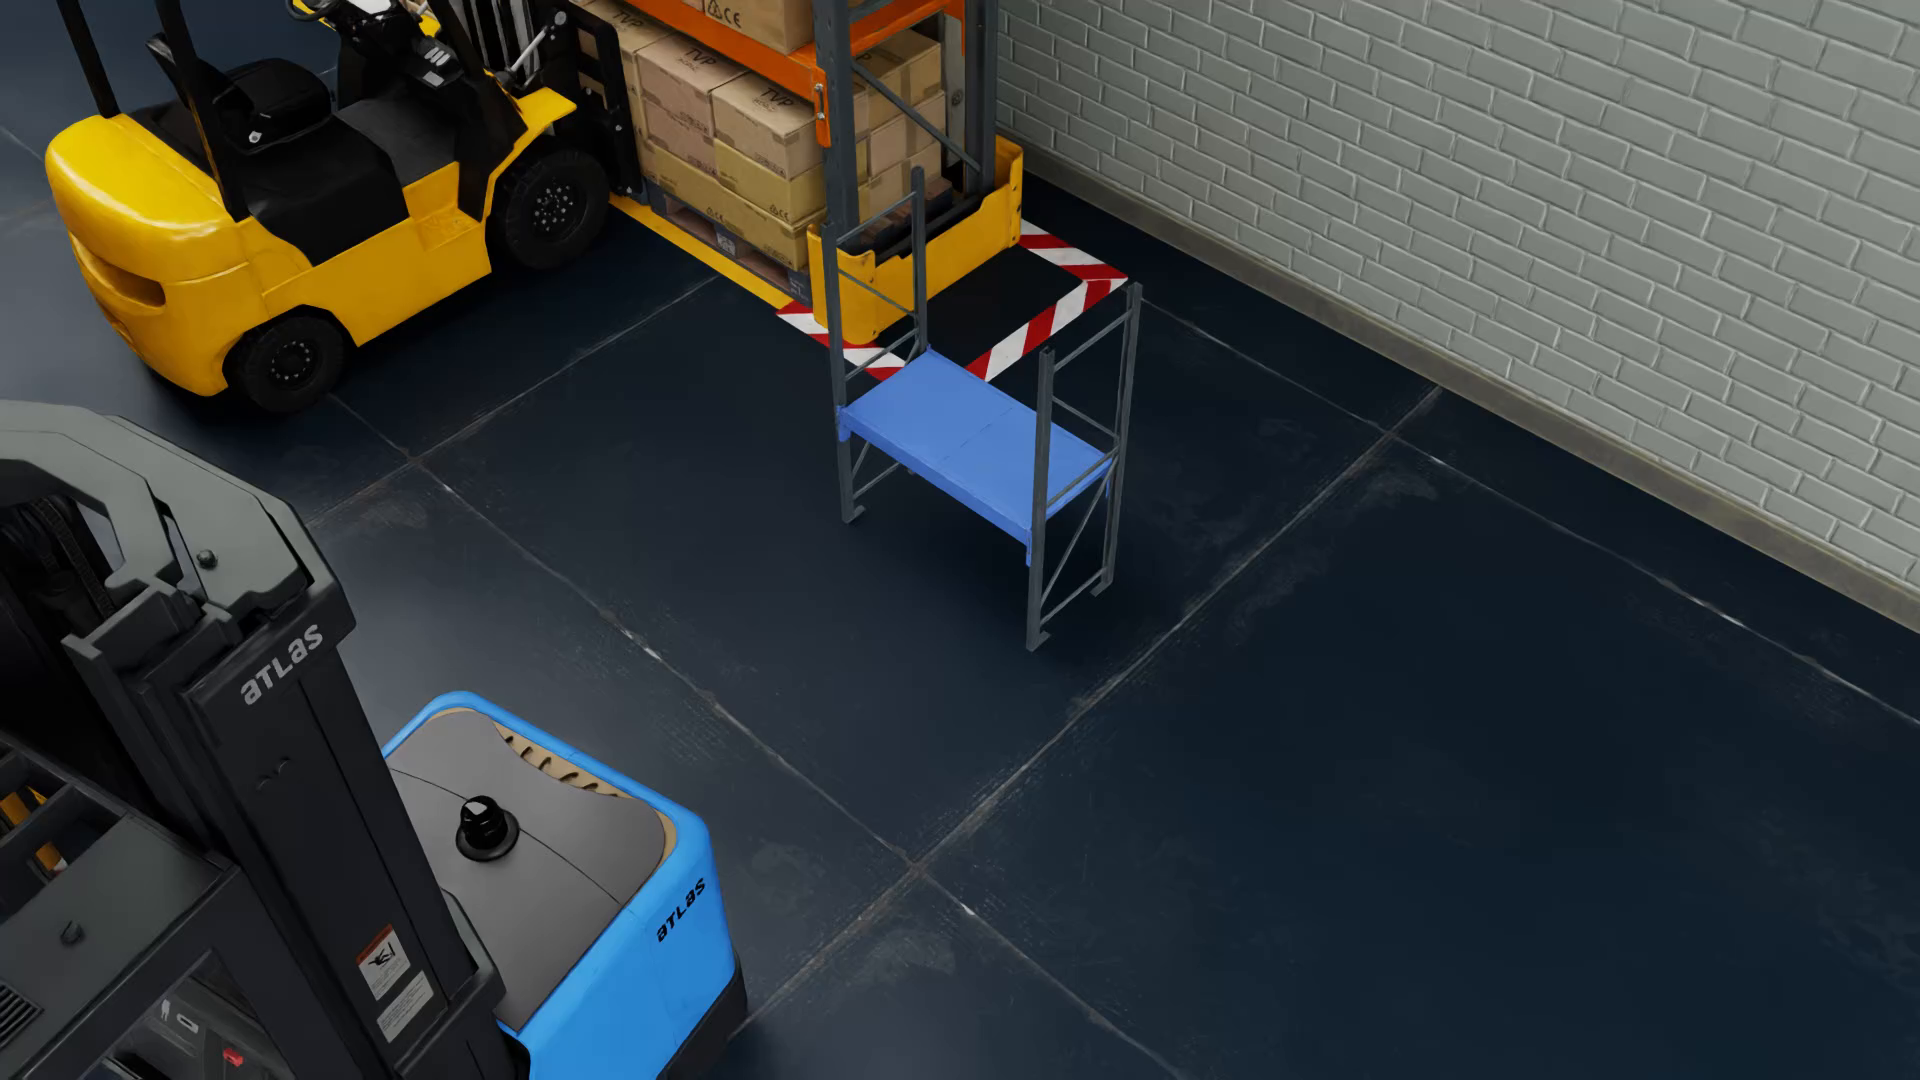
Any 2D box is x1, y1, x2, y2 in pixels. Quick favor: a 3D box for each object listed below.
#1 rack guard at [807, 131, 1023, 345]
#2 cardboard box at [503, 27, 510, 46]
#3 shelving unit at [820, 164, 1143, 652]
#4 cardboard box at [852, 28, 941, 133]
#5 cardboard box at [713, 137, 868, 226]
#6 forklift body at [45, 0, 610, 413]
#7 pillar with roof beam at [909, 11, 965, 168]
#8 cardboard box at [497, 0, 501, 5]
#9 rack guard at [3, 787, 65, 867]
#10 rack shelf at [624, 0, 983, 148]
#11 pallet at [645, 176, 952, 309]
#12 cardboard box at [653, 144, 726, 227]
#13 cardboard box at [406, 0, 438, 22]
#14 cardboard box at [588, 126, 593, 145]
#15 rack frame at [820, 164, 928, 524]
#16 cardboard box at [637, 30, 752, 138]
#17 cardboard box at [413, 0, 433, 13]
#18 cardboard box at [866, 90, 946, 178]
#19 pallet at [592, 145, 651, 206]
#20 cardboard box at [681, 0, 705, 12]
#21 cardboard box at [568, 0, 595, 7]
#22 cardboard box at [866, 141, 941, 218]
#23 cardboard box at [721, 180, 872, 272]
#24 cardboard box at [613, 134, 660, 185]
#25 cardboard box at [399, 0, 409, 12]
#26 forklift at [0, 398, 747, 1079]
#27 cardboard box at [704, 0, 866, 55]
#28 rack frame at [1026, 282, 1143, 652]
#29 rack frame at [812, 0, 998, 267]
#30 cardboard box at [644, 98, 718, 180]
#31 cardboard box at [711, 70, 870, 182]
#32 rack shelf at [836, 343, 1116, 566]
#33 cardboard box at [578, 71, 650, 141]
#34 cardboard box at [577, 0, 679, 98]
[{"bbox_3d":[-0.195,-1.452,7.879,0.348,0.500,1.175,34,55,28],"label":"rack guard"},{"bbox_3d":[-2.273,-2.764,8.651,0.500,0.250,0.500,33,55,27],"label":"cardboard box"},{"bbox_3d":[0.063,-0.471,6.272,1.048,1.500,0.538,34,55,28],"label":"shelving unit"},{"bbox_3d":[-0.437,-2.203,7.782,0.500,0.250,0.500,33,55,27],"label":"cardboard box"},{"bbox_3d":[-0.782,-1.766,7.715,0.500,0.250,0.500,33,55,27],"label":"cardboard box"},{"bbox_3d":[-2.843,-1.989,7.251,1.214,2.155,2.313,34,55,28],"label":"forklift body"},{"bbox_3d":[-3.033,-2.894,3.403,0.400,9.000,9.100,34,55,28],"label":"pillar with roof beam"},{"bbox_3d":[-2.267,-2.937,8.471,0.500,0.250,0.500,36,56,29],"label":"cardboard box"},{"bbox_3d":[-3.632,1.159,5.427,0.348,0.500,1.175,34,55,28],"label":"rack guard"},{"bbox_3d":[-1.682,-3.062,8.170,4.000,0.370,1.077,34,55,28],"label":"rack shelf"},{"bbox_3d":[-0.803,-1.721,8.329,1.213,0.211,1.003,34,55,28],"label":"pallet"},{"bbox_3d":[-1.131,-1.836,8.123,0.500,0.250,0.500,34,55,28],"label":"cardboard box"},{"bbox_3d":[-2.637,-2.841,9.066,0.500,0.250,0.500,33,55,27],"label":"cardboard box"},{"bbox_3d":[-1.890,-2.333,8.590,0.500,0.250,0.500,36,56,29],"label":"cardboard box"},{"bbox_3d":[-0.311,-0.723,6.508,0.032,1.500,0.500,34,55,28],"label":"rack frame"},{"bbox_3d":[-1.142,-2.174,7.755,0.500,0.250,0.500,35,56,28],"label":"cardboard box"},{"bbox_3d":[-2.634,-3.019,8.890,0.500,0.250,0.500,34,55,27],"label":"cardboard box"},{"bbox_3d":[-0.417,-2.037,7.969,0.500,0.250,0.500,35,56,28],"label":"cardboard box"},{"bbox_3d":[-1.695,-2.324,8.896,1.213,0.211,1.003,34,55,28],"label":"pallet"},{"bbox_3d":[-1.127,-2.718,7.284,0.500,0.500,0.500,36,56,29],"label":"cardboard box"},{"bbox_3d":[-1.887,-2.673,8.223,0.500,0.250,0.500,33,55,27],"label":"cardboard box"},{"bbox_3d":[-0.441,-1.870,8.155,0.500,0.250,0.500,34,56,28],"label":"cardboard box"},{"bbox_3d":[-0.772,-1.585,7.887,0.500,0.250,0.500,34,56,28],"label":"cardboard box"},{"bbox_3d":[-1.493,-2.088,8.360,0.500,0.250,0.500,35,56,28],"label":"cardboard box"},{"bbox_3d":[-3.021,-3.083,9.294,0.500,0.250,0.500,34,56,28],"label":"cardboard box"},{"bbox_3d":[-1.878,1.262,3.663,1.130,2.935,3.031,24,51,21],"label":"forklift"},{"bbox_3d":[-0.752,-2.456,7.039,0.500,0.500,0.500,33,55,27],"label":"cardboard box"},{"bbox_3d":[0.436,-0.220,6.036,0.032,1.500,0.500,34,55,28],"label":"rack frame"},{"bbox_3d":[-0.213,-2.320,6.979,0.127,3.000,1.000,34,55,28],"label":"rack frame"},{"bbox_3d":[-1.144,-2.020,7.953,0.500,0.250,0.500,33,55,27],"label":"cardboard box"},{"bbox_3d":[-0.763,-1.925,7.521,0.500,0.250,0.500,36,56,29],"label":"cardboard box"},{"bbox_3d":[0.063,-0.348,6.403,1.000,0.185,0.538,34,55,28],"label":"rack shelf"},{"bbox_3d":[-1.537,-2.264,8.182,0.500,0.250,0.500,33,55,27],"label":"cardboard box"},{"bbox_3d":[-1.519,-2.418,7.984,0.500,0.250,0.500,35,56,28],"label":"cardboard box"}]
